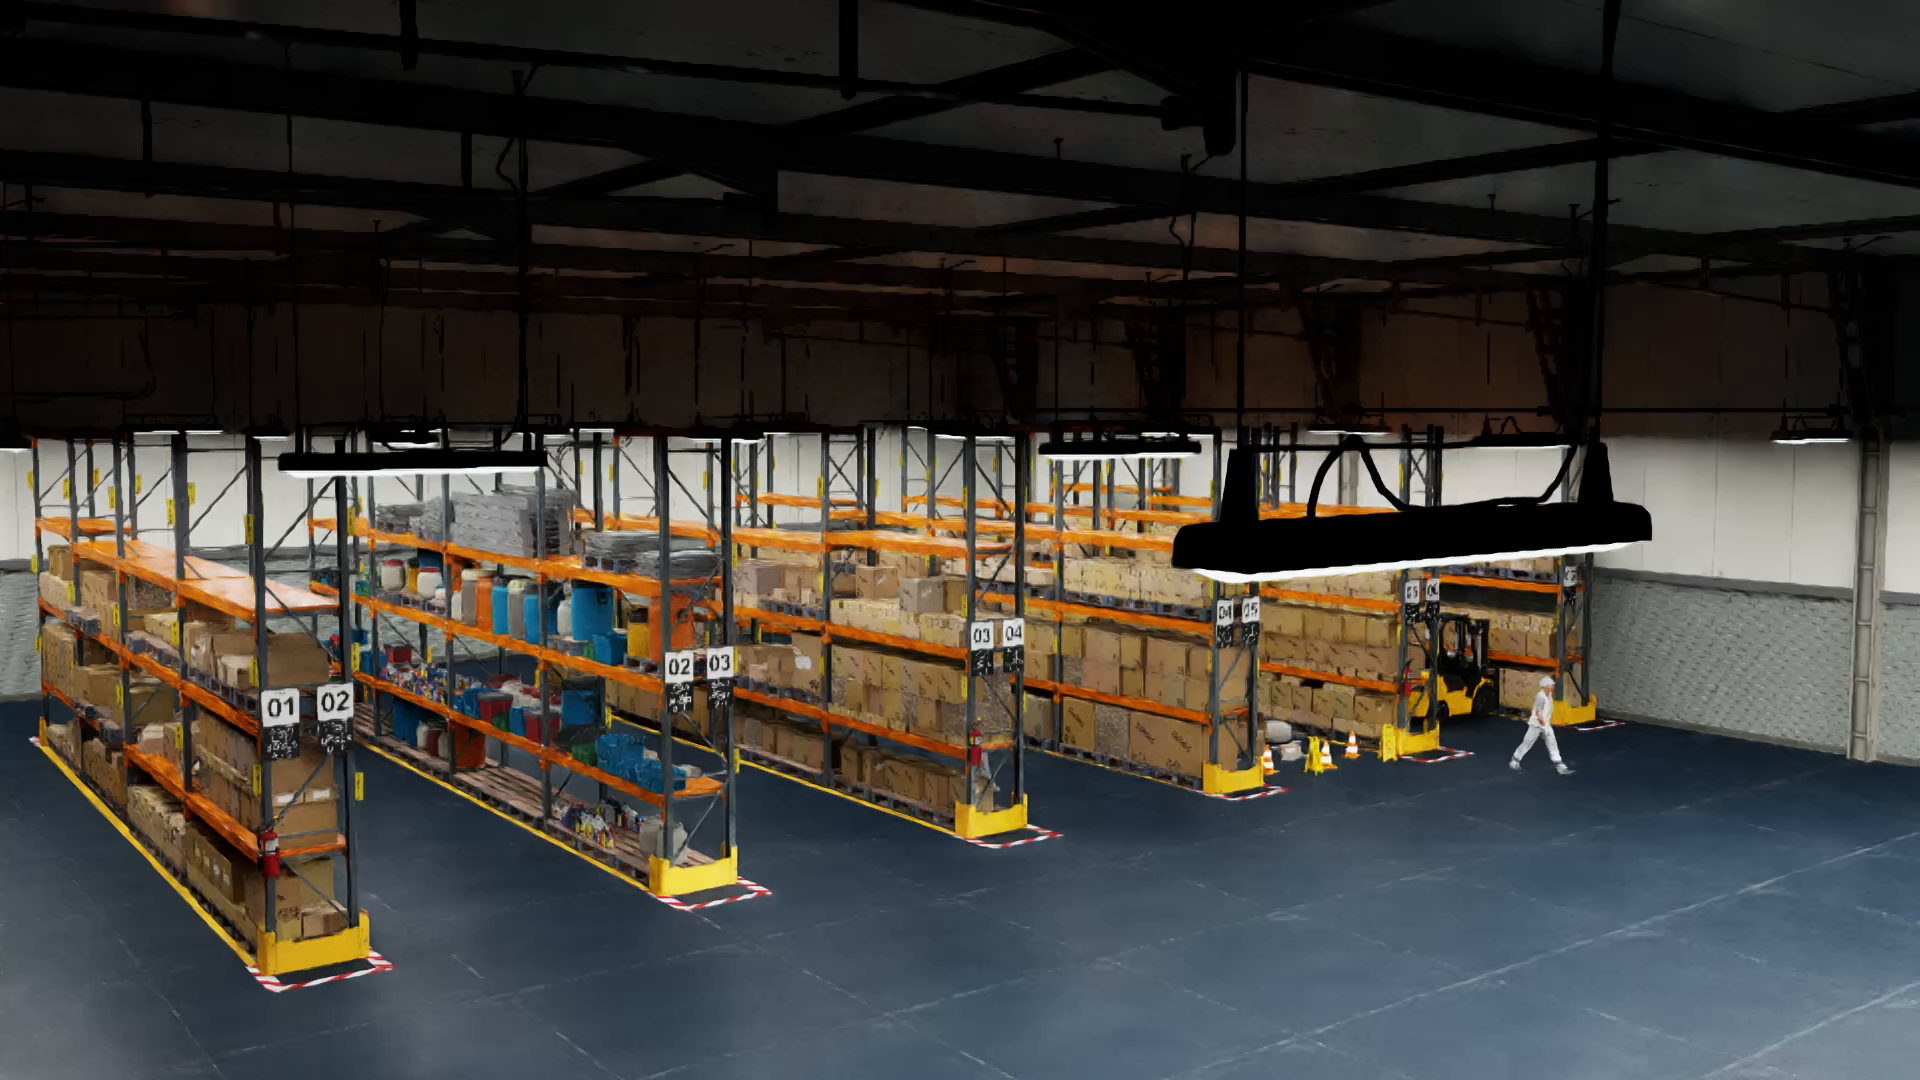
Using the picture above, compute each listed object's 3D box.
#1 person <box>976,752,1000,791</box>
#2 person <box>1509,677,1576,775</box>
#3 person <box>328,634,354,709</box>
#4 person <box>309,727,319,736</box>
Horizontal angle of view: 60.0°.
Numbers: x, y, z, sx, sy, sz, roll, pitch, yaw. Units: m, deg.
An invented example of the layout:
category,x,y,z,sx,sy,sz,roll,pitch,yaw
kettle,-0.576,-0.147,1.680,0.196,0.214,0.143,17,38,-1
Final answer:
category,x,y,z,sx,sy,sz,roll,pitch,yaw
person,0.426,3.289,27.720,0.563,1.707,1.127,-4,6,-39
person,10.076,3.204,28.741,1.097,1.710,0.554,4,6,44
person,-12.598,2.750,33.629,0.598,1.756,0.993,-1,5,-15
person,-11.910,3.020,30.631,0.610,1.776,0.657,-2,5,-22
